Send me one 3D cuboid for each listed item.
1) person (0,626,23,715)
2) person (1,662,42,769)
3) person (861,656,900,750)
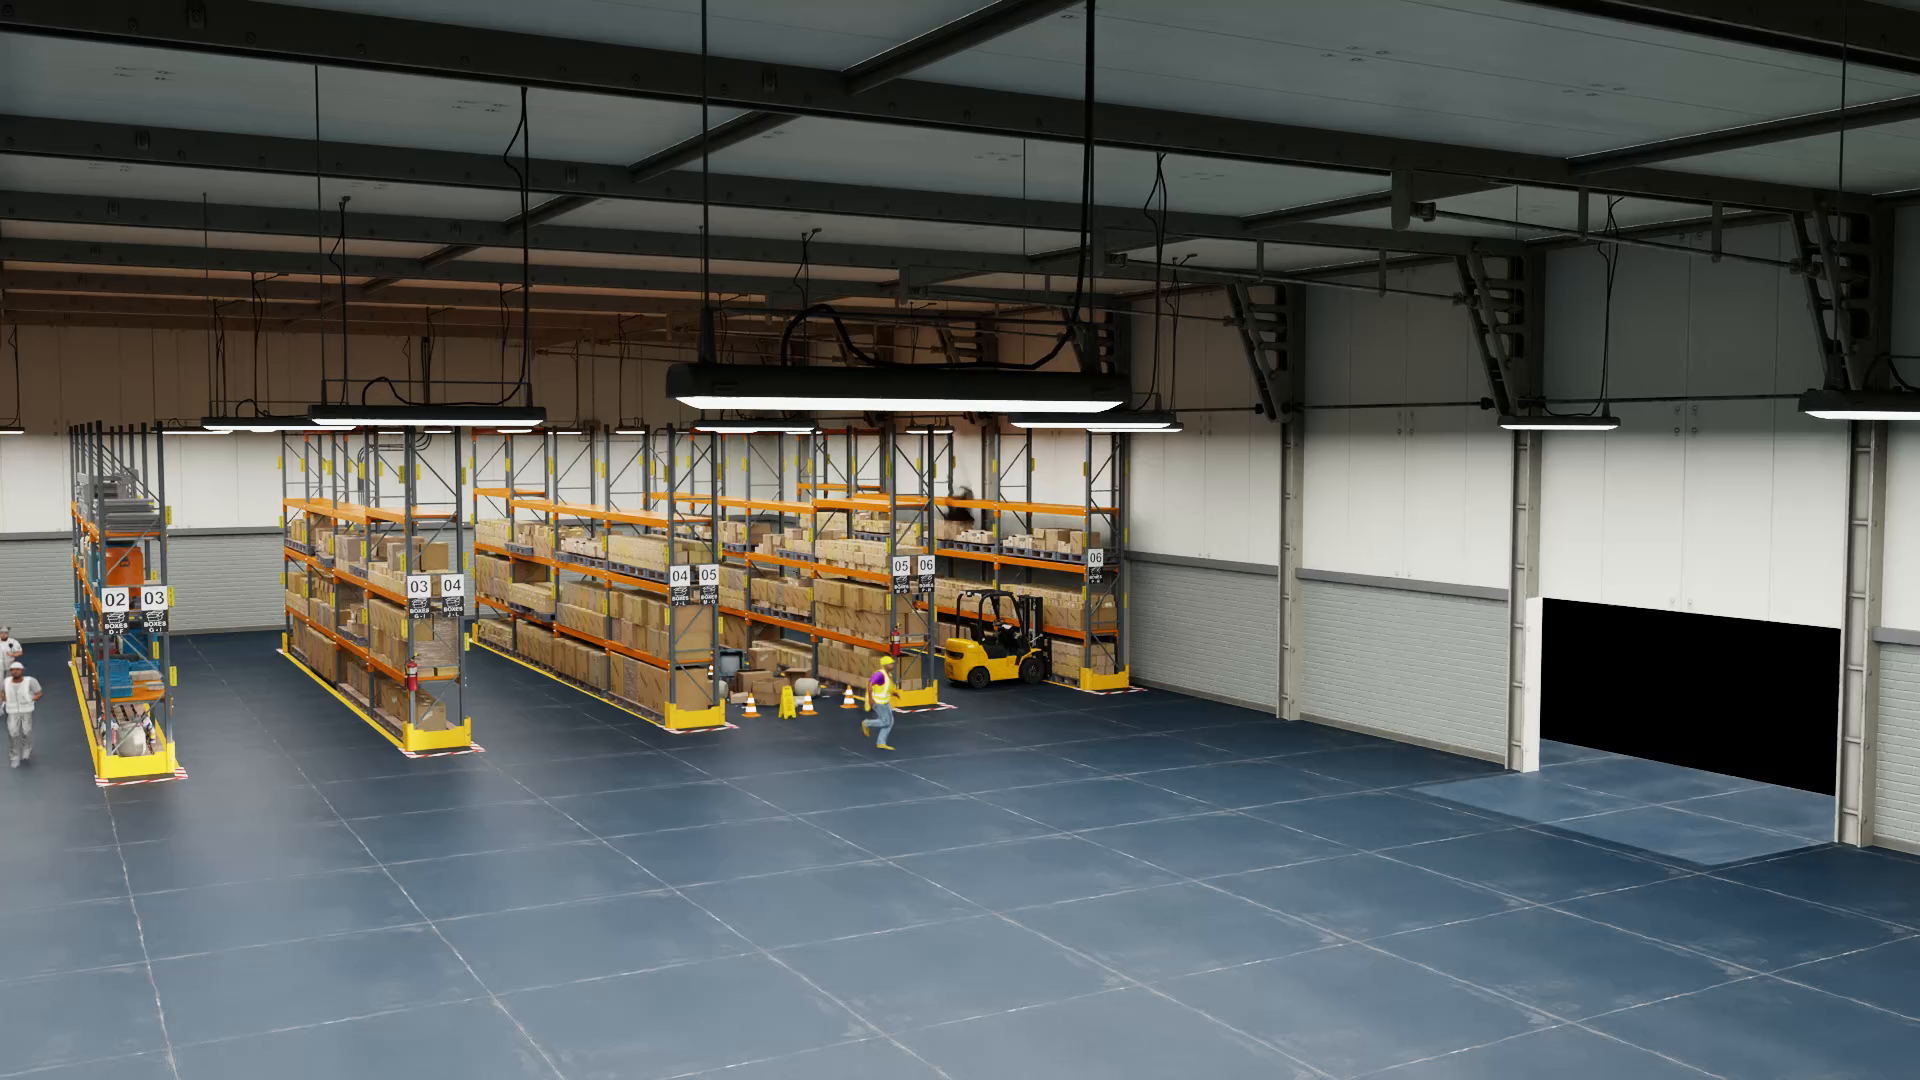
[{"bbox_3d":[-19.864,2.676,34.587,0.653,1.799,0.902,-2,4,-31],"label":"person"},{"bbox_3d":[-16.404,3.029,29.062,0.653,1.829,0.837,-1,4,-21],"label":"person"},{"bbox_3d":[-1.468,2.995,30.590,0.697,1.717,0.741,1,4,20],"label":"person"}]
